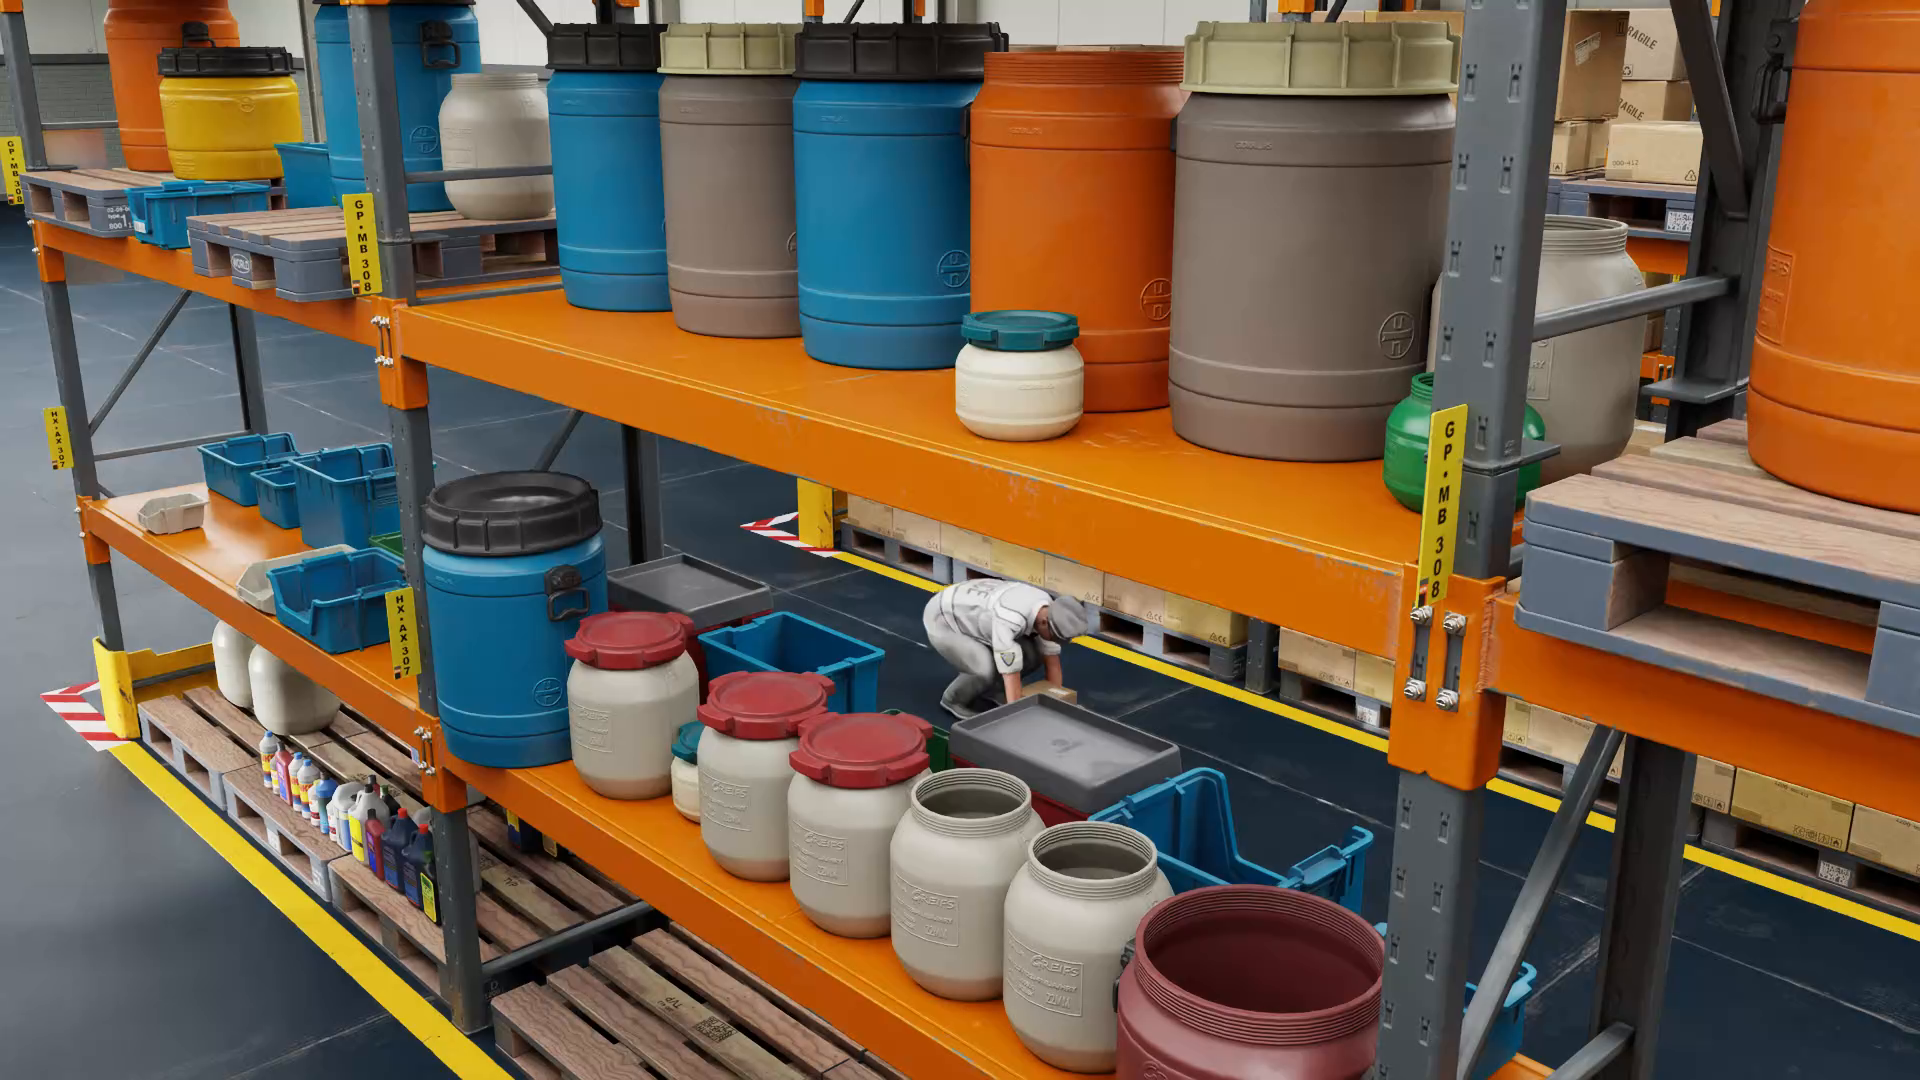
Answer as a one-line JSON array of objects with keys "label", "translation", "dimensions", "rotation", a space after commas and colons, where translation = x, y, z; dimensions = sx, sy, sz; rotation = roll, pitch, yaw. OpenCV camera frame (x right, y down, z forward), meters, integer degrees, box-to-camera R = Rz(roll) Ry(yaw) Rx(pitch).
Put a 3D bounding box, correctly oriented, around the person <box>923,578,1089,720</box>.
[{"label": "person", "translation": [0.254, 0.620, 9.175], "dimensions": [0.527, 0.822, 1.019], "rotation": [-16, 24, -42]}]
